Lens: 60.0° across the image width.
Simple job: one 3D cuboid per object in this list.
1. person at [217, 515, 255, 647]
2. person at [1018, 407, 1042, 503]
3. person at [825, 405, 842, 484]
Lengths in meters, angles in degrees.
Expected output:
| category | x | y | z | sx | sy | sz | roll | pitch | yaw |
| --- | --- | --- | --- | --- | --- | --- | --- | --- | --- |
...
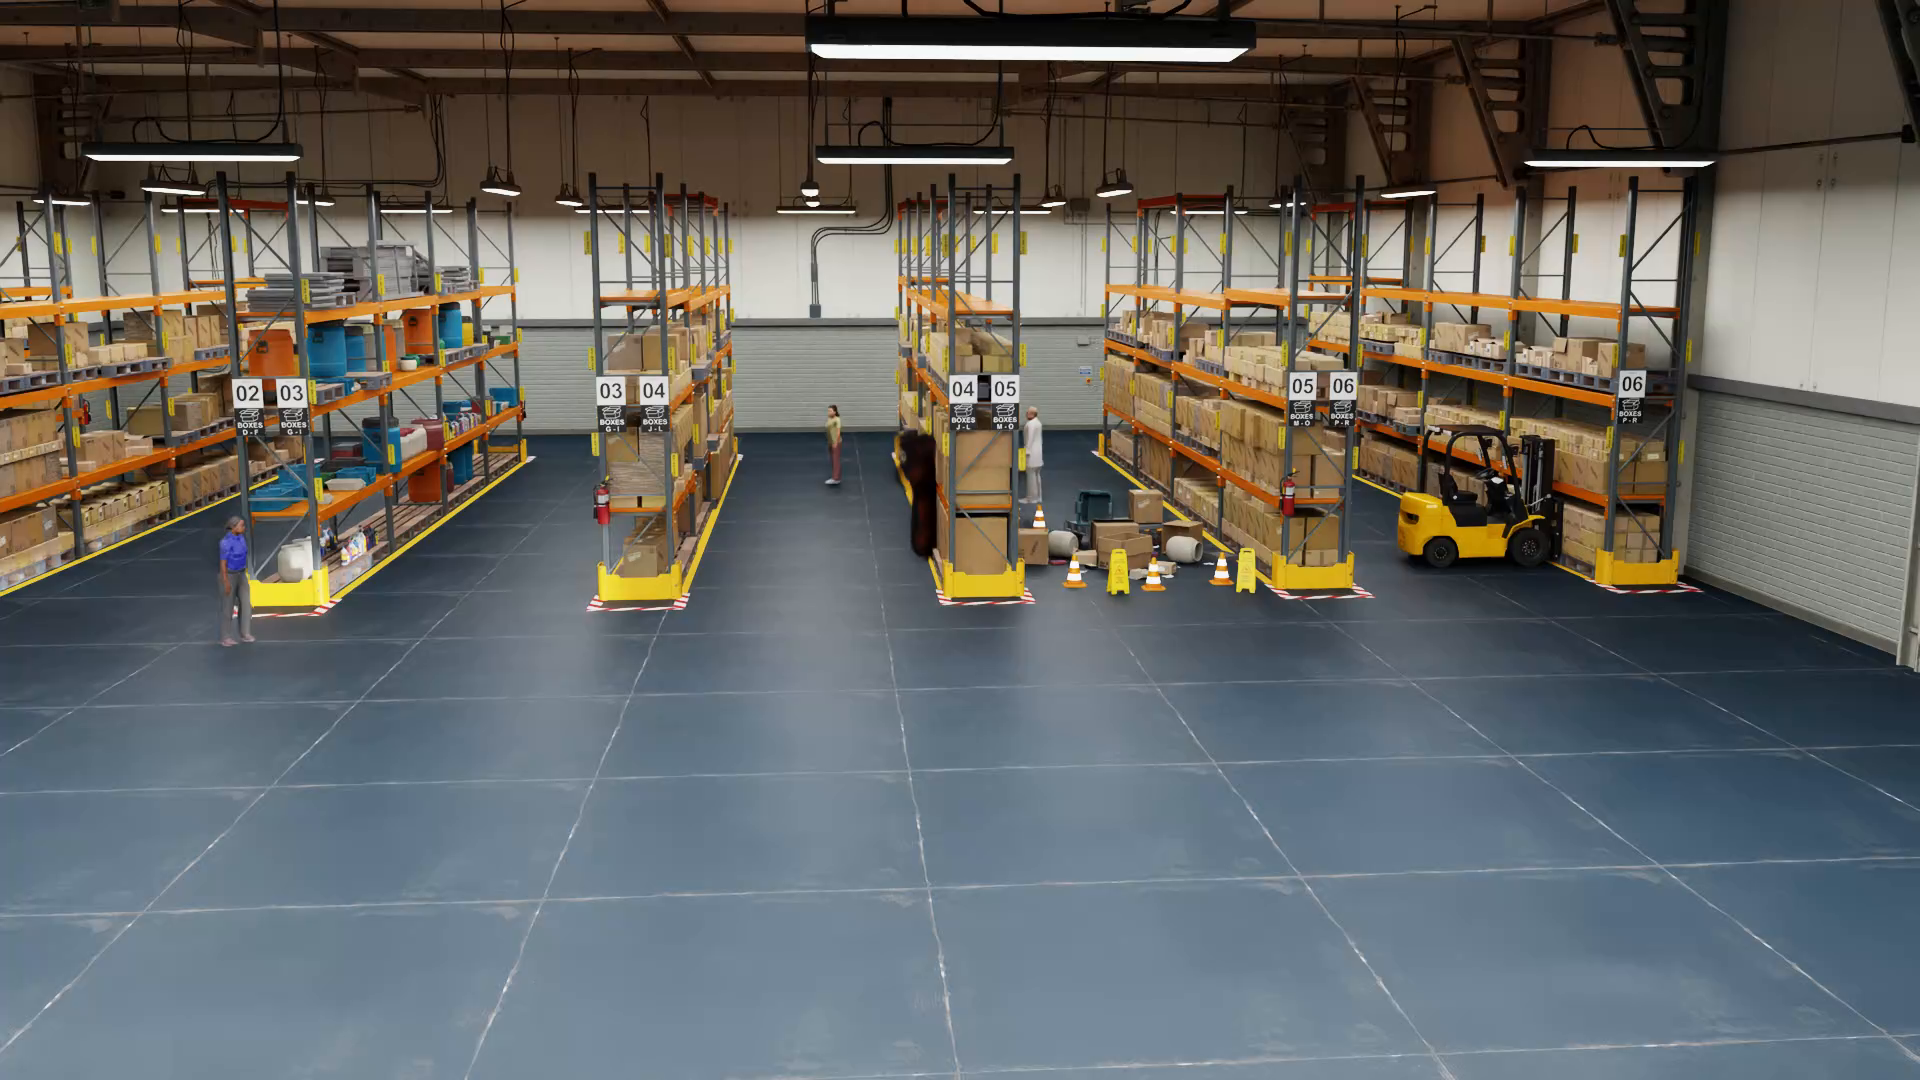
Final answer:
| category | x | y | z | sx | sy | sz | roll | pitch | yaw |
| --- | --- | --- | --- | --- | --- | --- | --- | --- | --- |
| person | -9.217 | 0.509 | 21.109 | 0.390 | 1.667 | 0.540 | 3 | 10 | 17 |
| person | 1.322 | -1.580 | 30.809 | 0.406 | 1.784 | 0.678 | 4 | 11 | 21 |
| person | -2.717 | -2.037 | 35.355 | 0.400 | 1.680 | 0.460 | -6 | 12 | -33 |
